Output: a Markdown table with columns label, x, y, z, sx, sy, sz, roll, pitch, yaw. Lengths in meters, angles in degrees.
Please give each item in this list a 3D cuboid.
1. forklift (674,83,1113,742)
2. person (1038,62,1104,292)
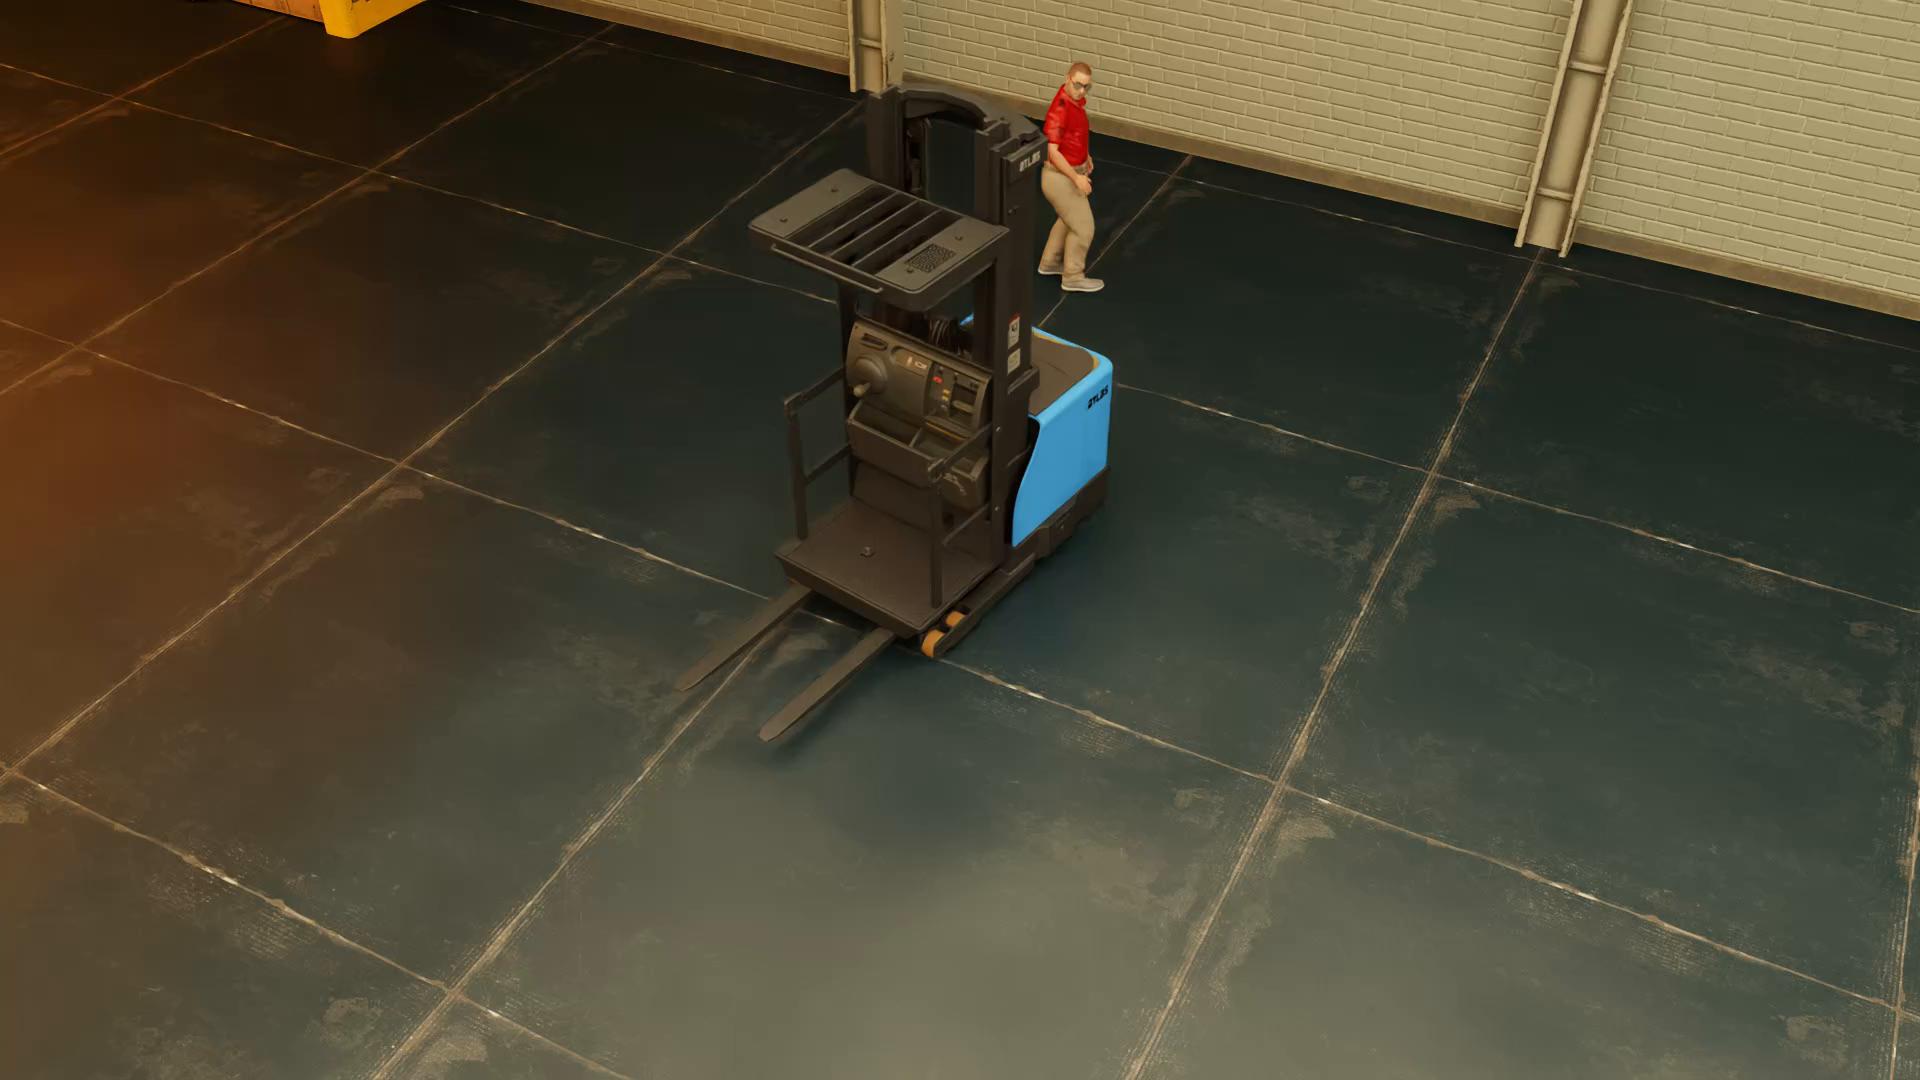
| label | x | y | z | sx | sy | sz | roll | pitch | yaw |
| --- | --- | --- | --- | --- | --- | --- | --- | --- | --- |
| forklift | -0.365 | -0.806 | 8.943 | 1.130 | 2.935 | 3.031 | 26 | 47 | 28 |
| person | 0.840 | -2.655 | 12.102 | 0.505 | 1.700 | 0.734 | 2 | 40 | 2 |
